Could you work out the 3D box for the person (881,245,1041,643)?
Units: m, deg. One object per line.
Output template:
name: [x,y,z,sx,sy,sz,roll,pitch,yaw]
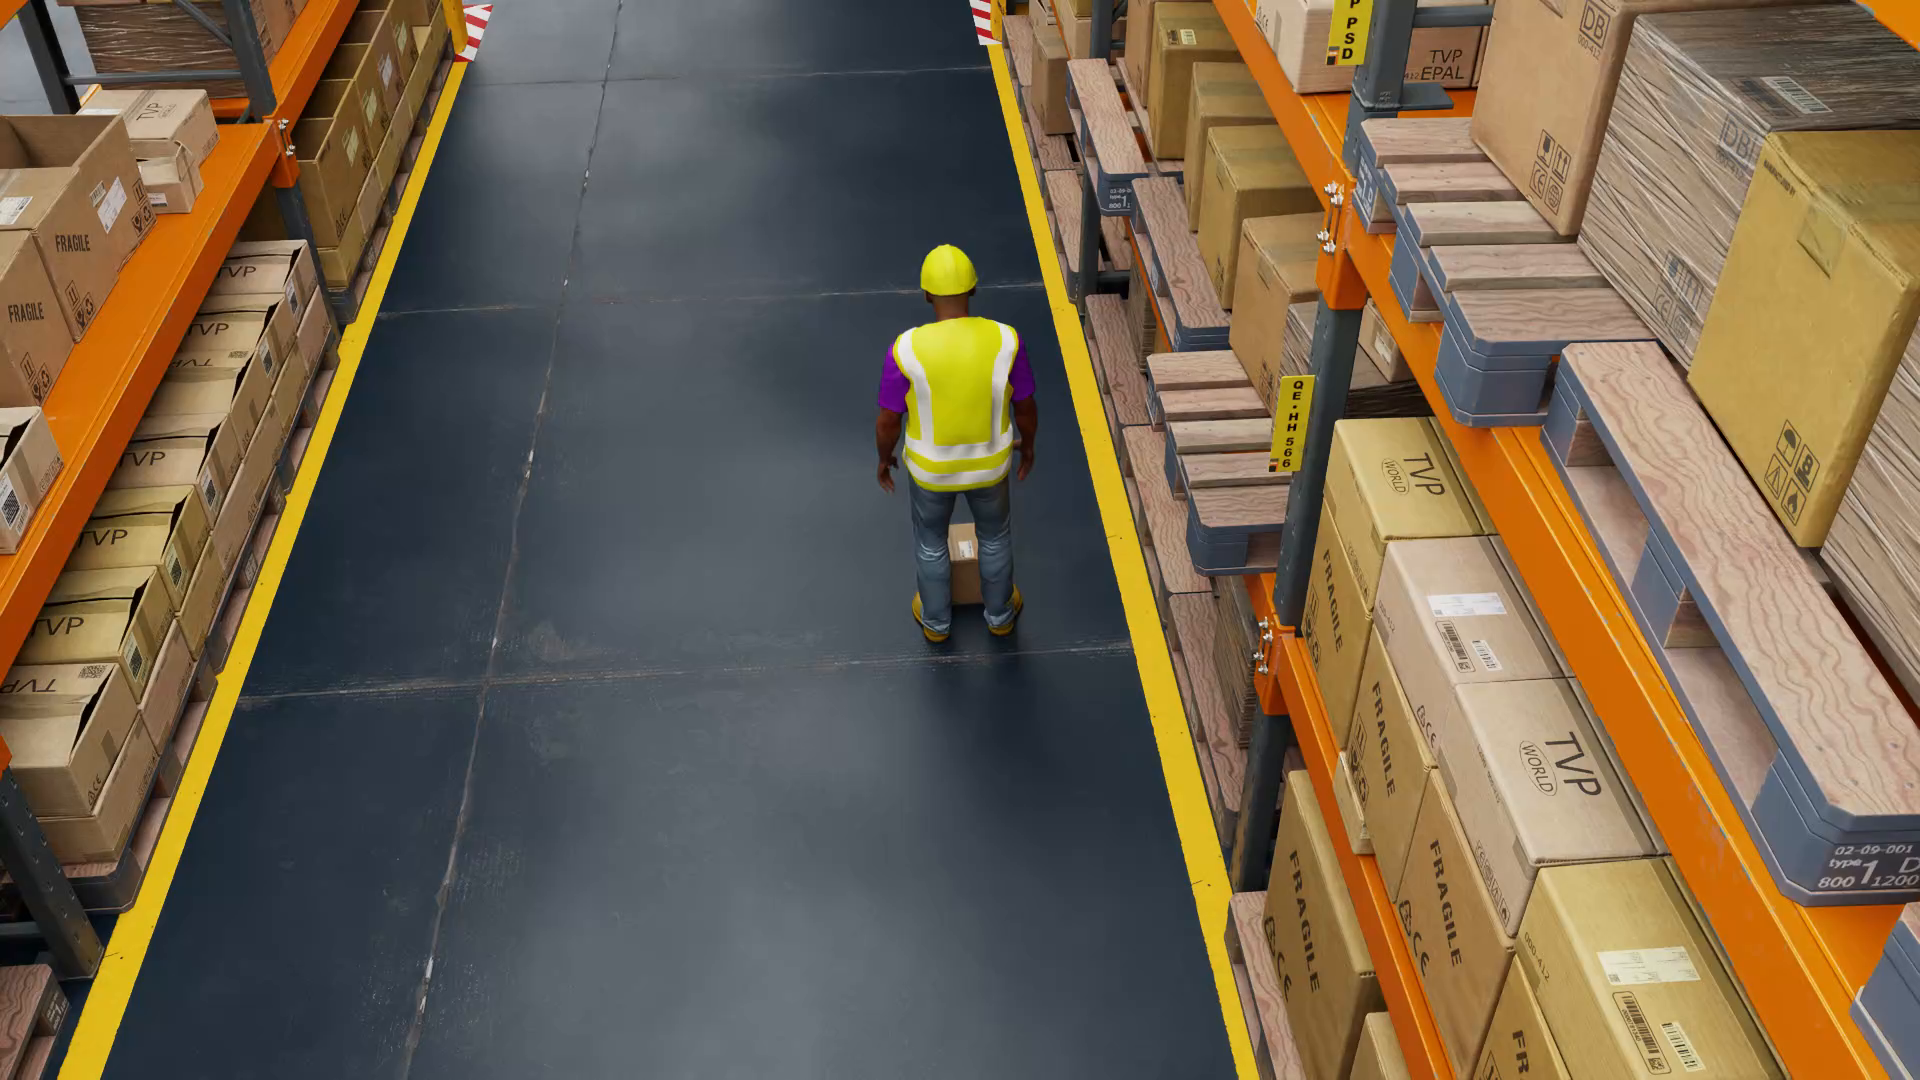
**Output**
person: [0.001,-0.337,6.558,0.631,1.760,0.462,-5,39,-6]
